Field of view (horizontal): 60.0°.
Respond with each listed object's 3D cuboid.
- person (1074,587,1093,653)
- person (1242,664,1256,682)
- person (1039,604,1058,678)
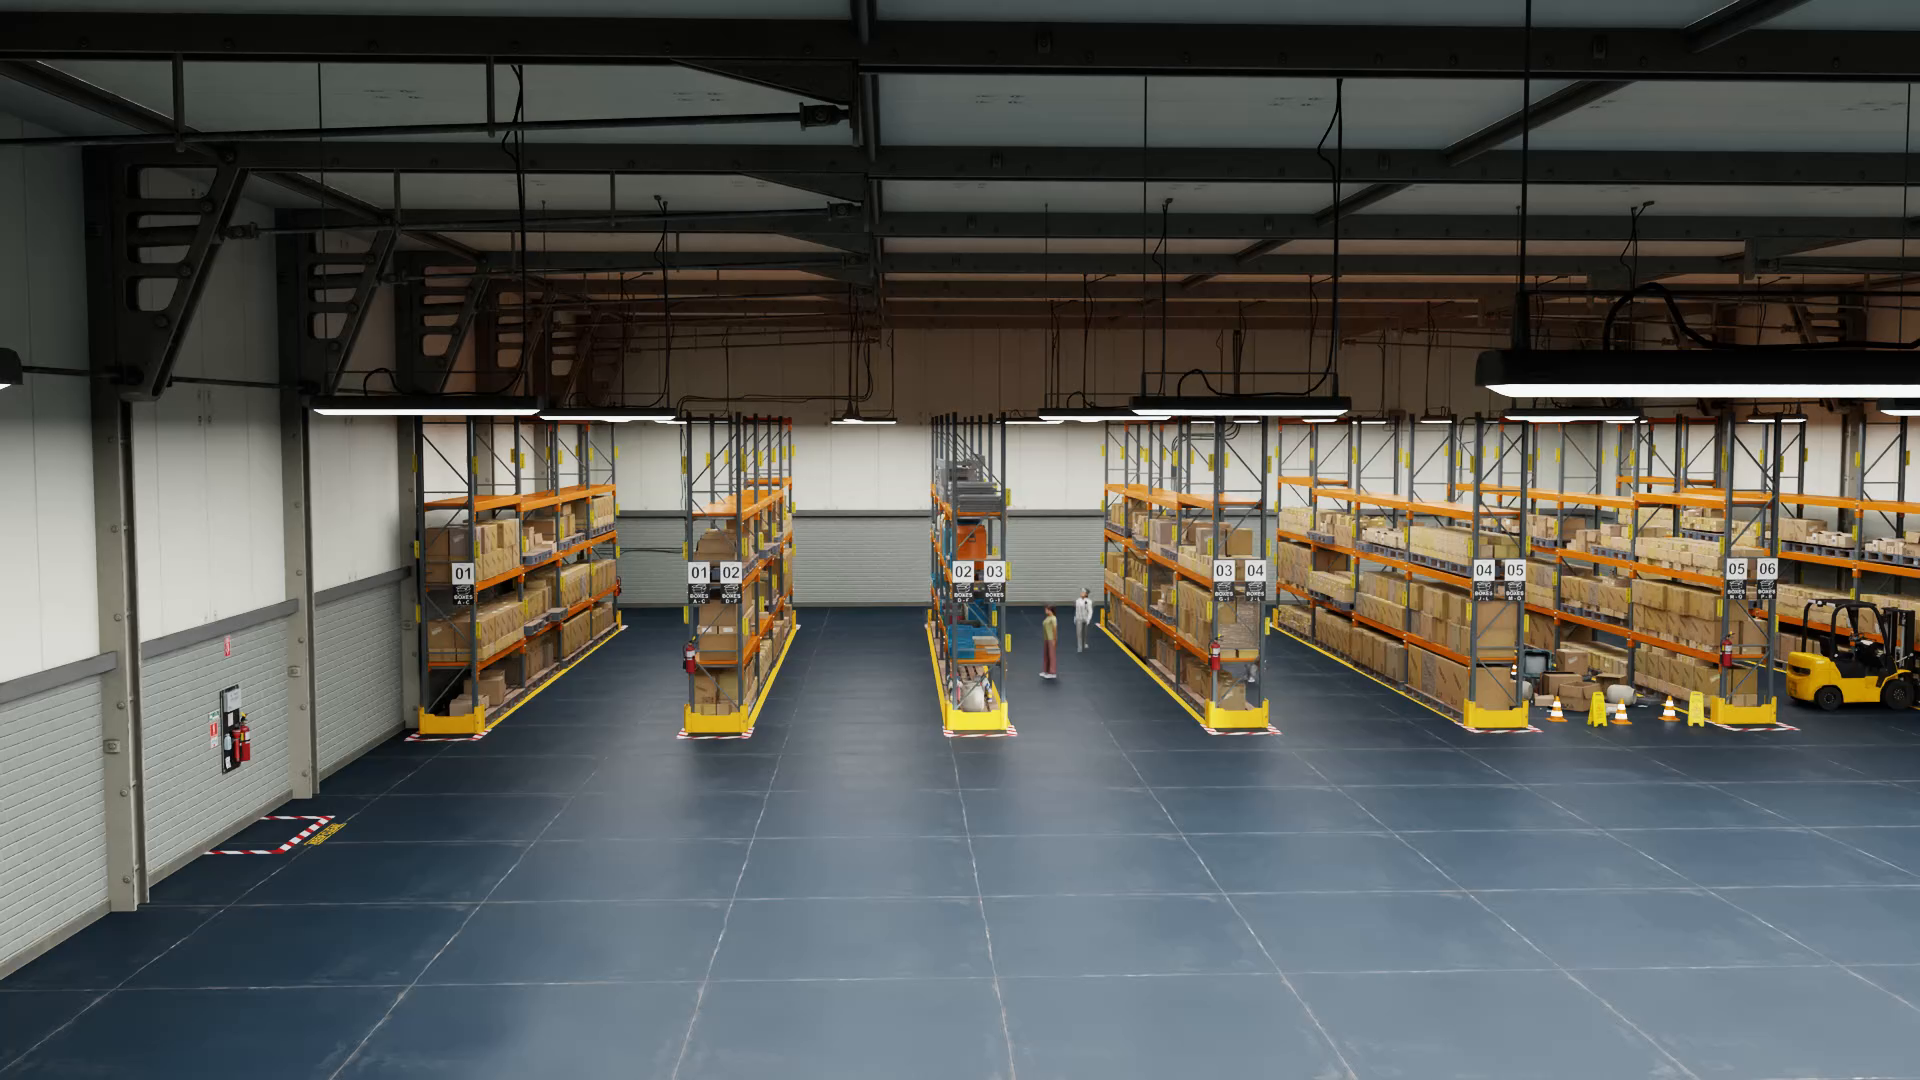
[{"bbox_3d":[3.140,2.016,42.254,0.466,1.639,1.020,0,4,4],"label":"person"},{"bbox_3d":[6.509,2.386,37.404,0.361,1.616,0.510,-2,4,-28],"label":"person"},{"bbox_3d":[2.026,2.291,37.940,0.406,1.676,0.496,-1,4,-17],"label":"person"}]
